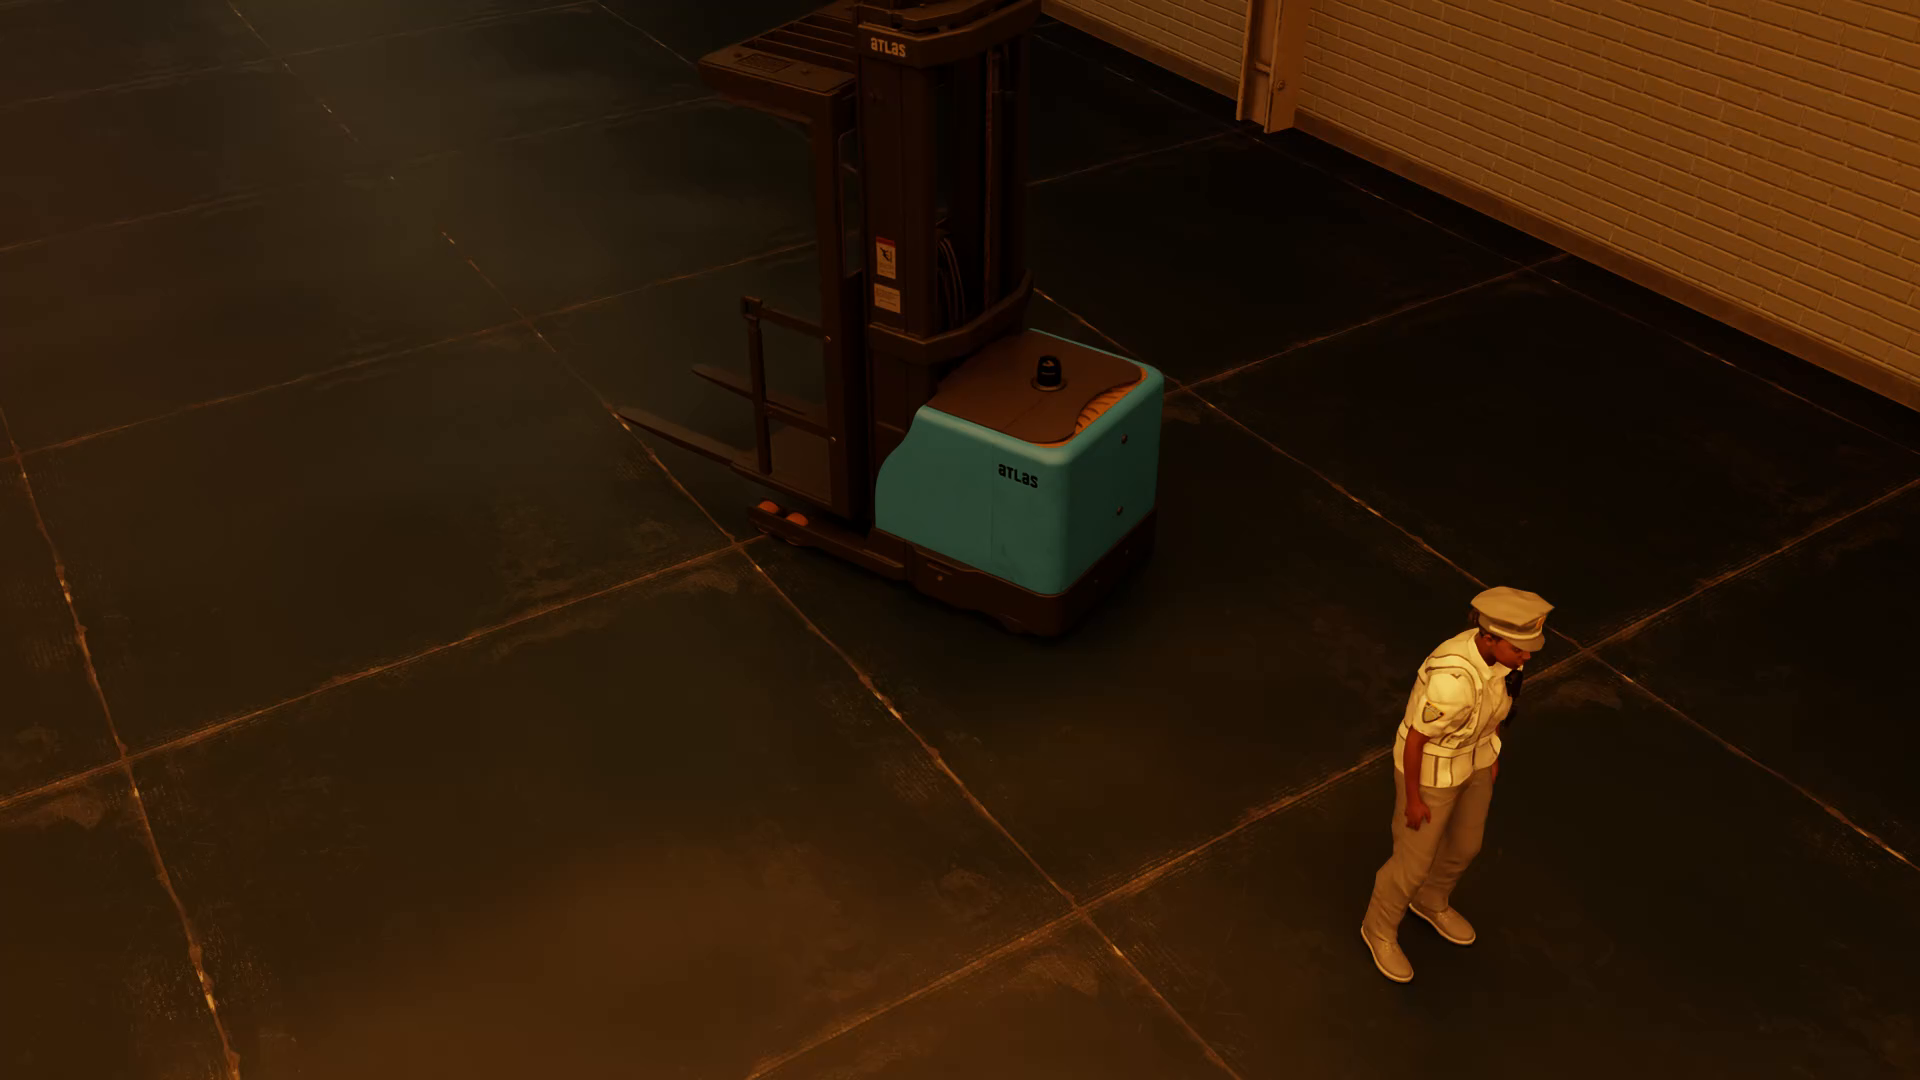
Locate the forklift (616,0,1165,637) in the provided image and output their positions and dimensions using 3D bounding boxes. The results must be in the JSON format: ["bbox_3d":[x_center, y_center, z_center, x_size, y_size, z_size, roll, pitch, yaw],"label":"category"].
[{"bbox_3d":[-0.500,-1.399,8.138,3.031,2.935,1.130,22,41,28],"label":"forklift"}]

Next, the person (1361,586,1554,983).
[{"bbox_3d":[1.778,0.857,6.037,0.523,1.658,0.395,-22,41,-28],"label":"person"}]
